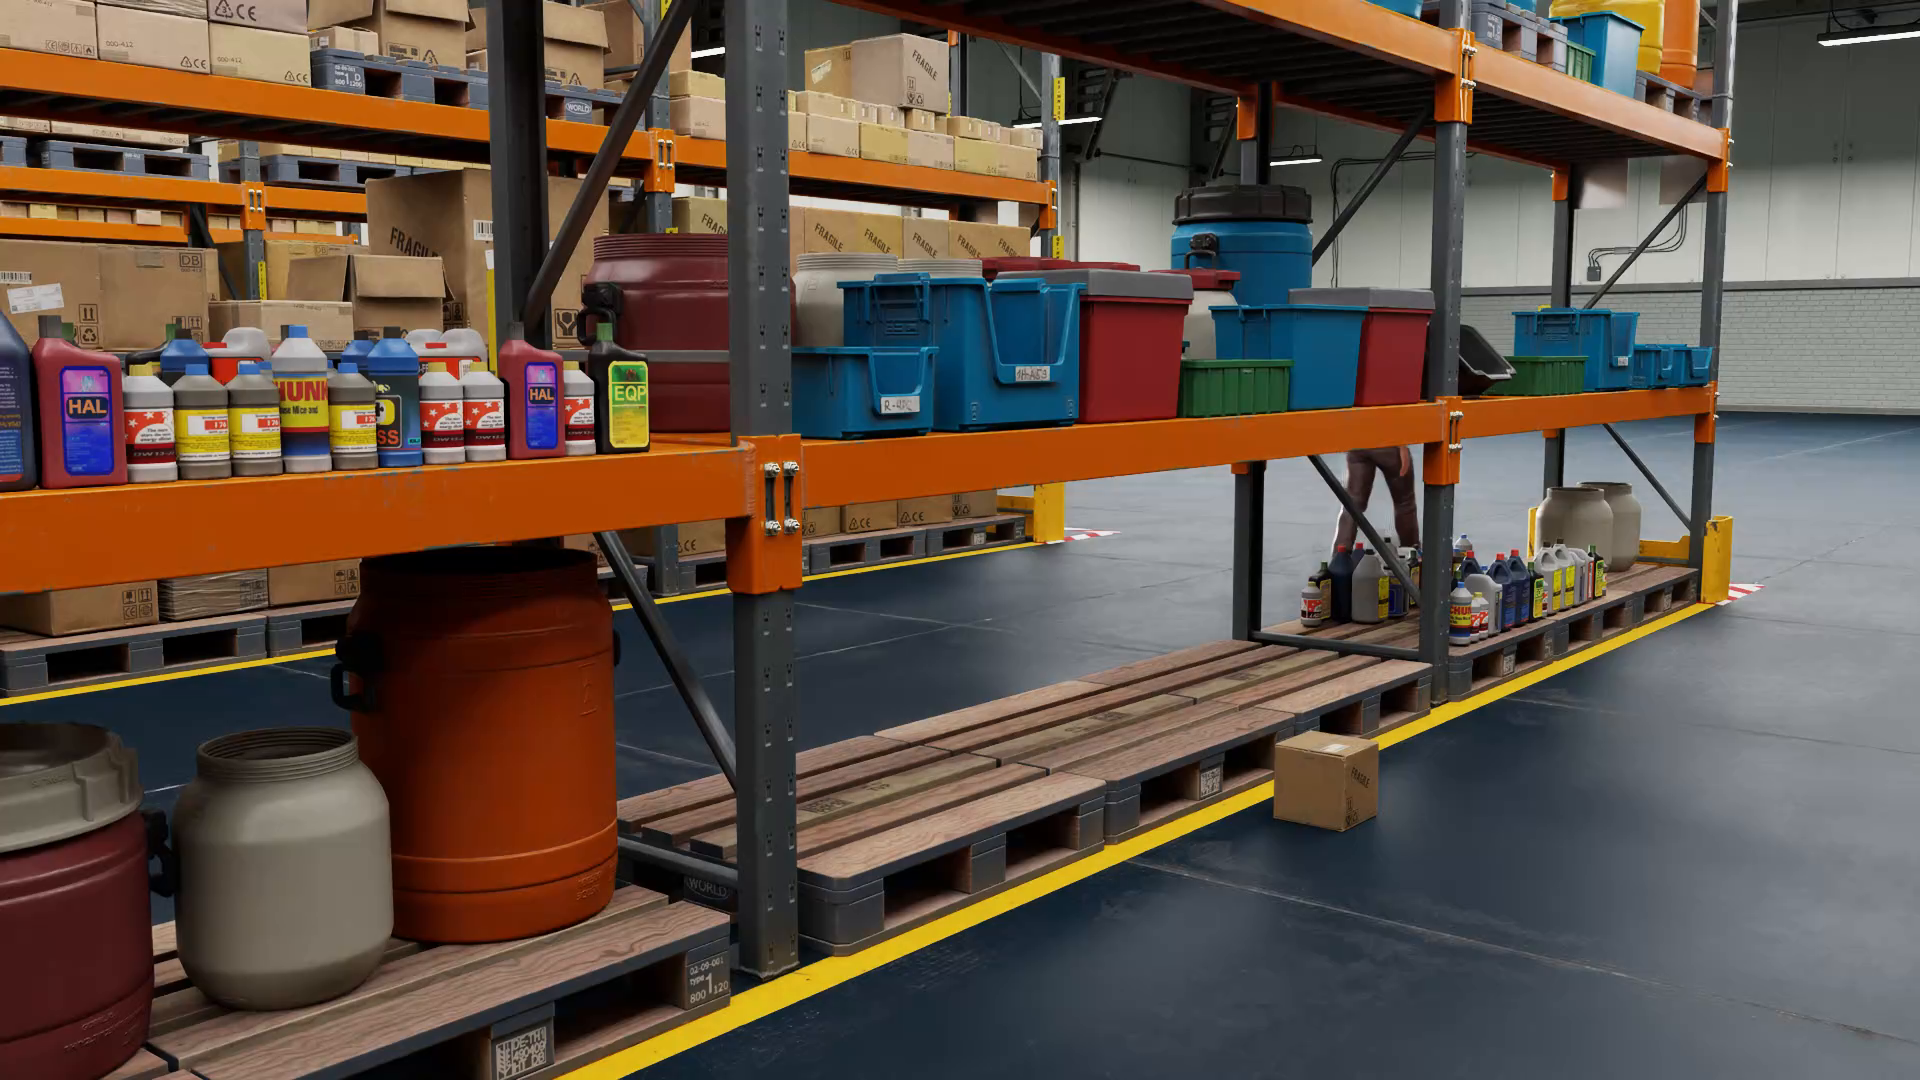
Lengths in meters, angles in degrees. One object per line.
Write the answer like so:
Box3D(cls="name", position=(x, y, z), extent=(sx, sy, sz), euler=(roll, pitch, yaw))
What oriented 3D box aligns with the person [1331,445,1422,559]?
Box3D(cls="person", position=(2.862, -0.633, 11.237), extent=(0.554, 1.676, 0.970), euler=(6, 9, 40))
